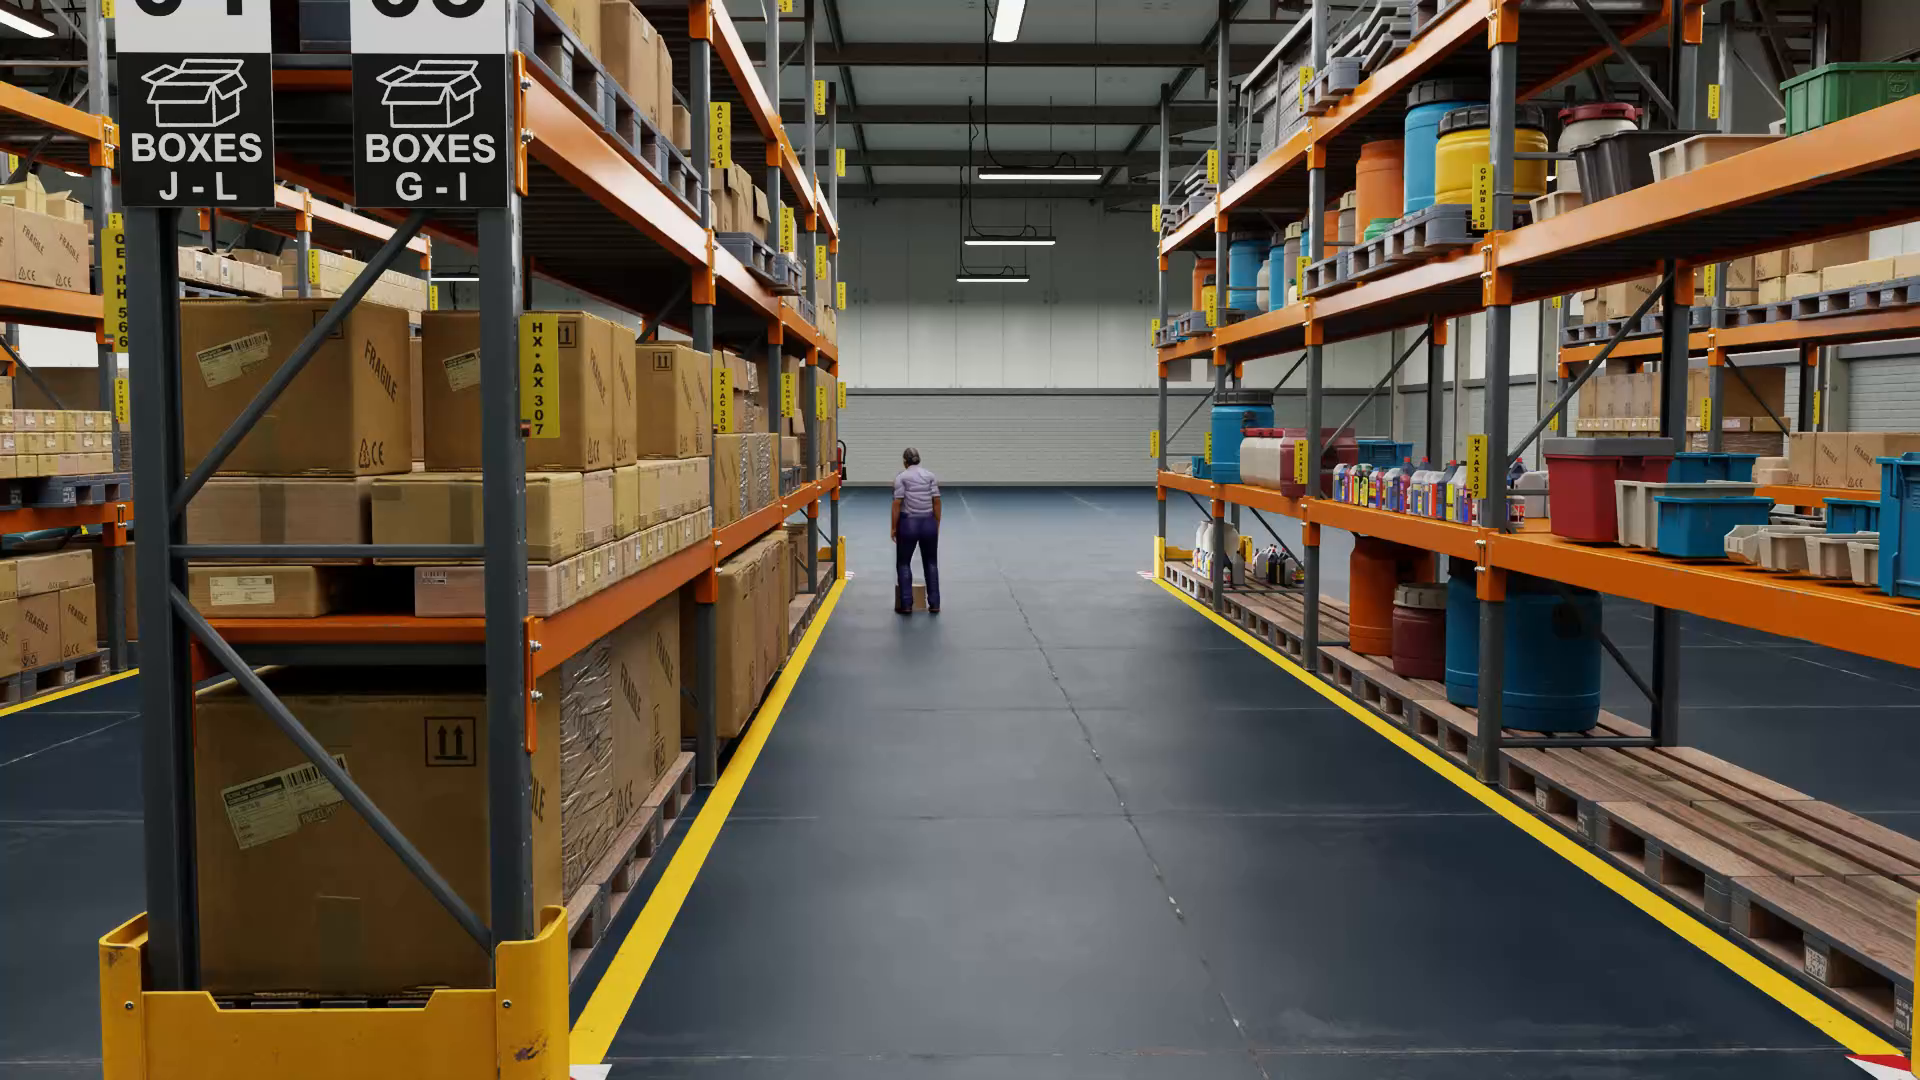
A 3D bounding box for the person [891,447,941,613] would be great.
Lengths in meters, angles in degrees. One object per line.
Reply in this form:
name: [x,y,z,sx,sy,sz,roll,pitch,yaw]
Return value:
person: [-0.429,-0.101,16.556,0.557,1.651,0.375,-1,4,-21]
